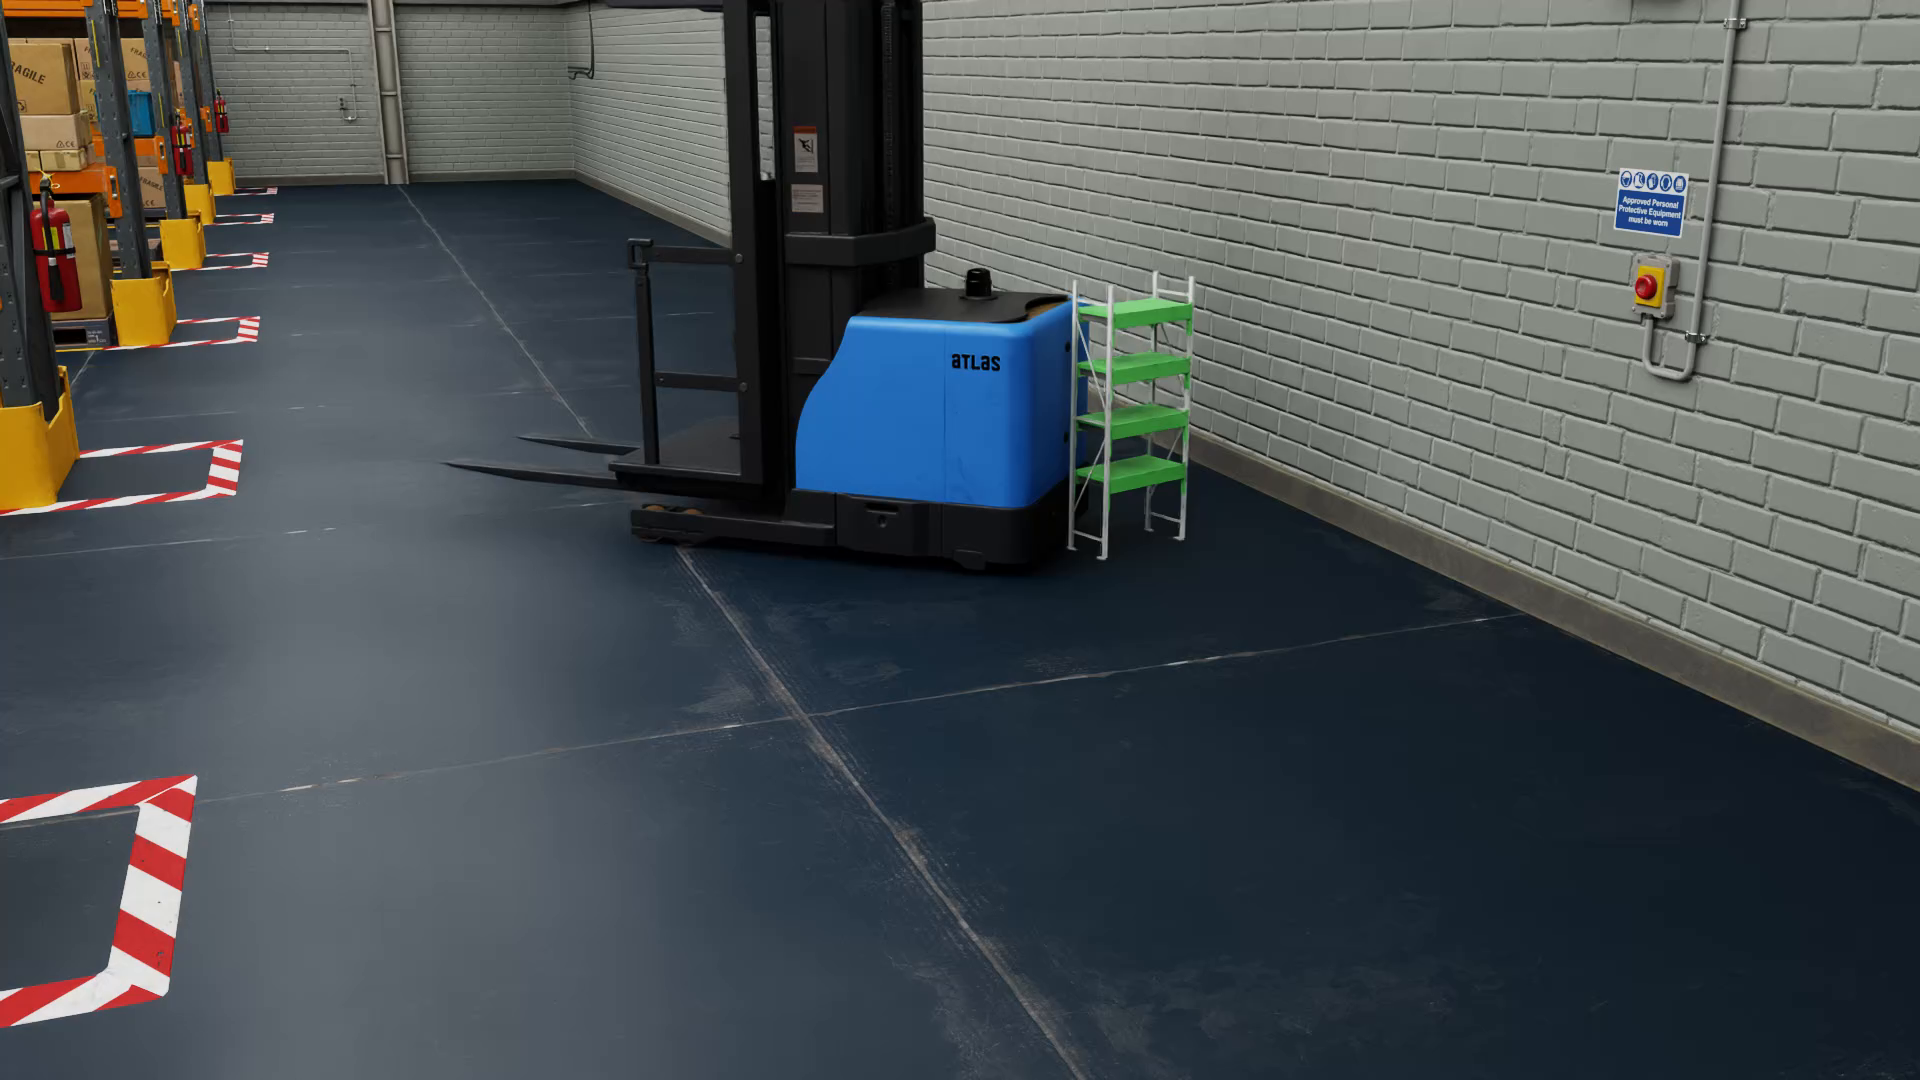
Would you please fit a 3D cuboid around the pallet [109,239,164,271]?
[{"bbox_3d":[-8.985,-2.957,17.294,1.213,0.211,1.003,-6,17,-20],"label":"pallet"}]

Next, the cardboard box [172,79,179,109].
[{"bbox_3d":[-10.479,-5.744,21.659,0.500,0.500,0.500,-6,17,-19],"label":"cardboard box"}]

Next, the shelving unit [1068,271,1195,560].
[{"bbox_3d":[0.756,-0.557,7.364,0.503,1.200,0.258,-13,21,-37],"label":"shelving unit"}]

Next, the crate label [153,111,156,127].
[{"bbox_3d":[-8.550,-4.378,17.375,0.303,0.233,0.416,-6,17,-20],"label":"crate label"}]

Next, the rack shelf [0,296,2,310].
[{"bbox_3d":[-6.616,-1.203,7.648,4.000,0.370,1.077,-6,17,-20],"label":"rack shelf"}]

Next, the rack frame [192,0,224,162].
[{"bbox_3d":[-11.746,-6.975,26.026,0.127,3.000,1.000,-6,17,-20],"label":"rack frame"}]

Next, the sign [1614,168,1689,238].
[{"bbox_3d":[2.414,-1.181,5.816,0.001,0.218,0.327,-6,17,-20],"label":"sign"}]

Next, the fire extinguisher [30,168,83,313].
[{"bbox_3d":[-4.348,-1.438,7.970,0.183,0.674,0.296,-6,17,-20],"label":"fire extinguisher"}]

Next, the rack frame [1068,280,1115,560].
[{"bbox_3d":[0.566,-0.513,7.217,0.015,1.200,0.240,-13,21,-37],"label":"rack frame"}]

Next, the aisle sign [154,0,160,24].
[{"bbox_3d":[-8.029,-5.546,16.545,0.004,0.787,0.394,-6,17,-20],"label":"aisle sign"}]

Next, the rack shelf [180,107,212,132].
[{"bbox_3d":[-13.614,-6.428,25.441,4.000,0.370,1.077,-6,17,-20],"label":"rack shelf"}]

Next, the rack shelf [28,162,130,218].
[{"bbox_3d":[-8.297,-2.518,12.127,4.000,0.370,1.077,-6,17,-20],"label":"rack shelf"}]

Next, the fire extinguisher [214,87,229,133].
[{"bbox_3d":[-11.440,-6.653,25.728,0.183,0.674,0.296,-6,17,-20],"label":"fire extinguisher"}]

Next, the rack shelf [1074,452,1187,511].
[{"bbox_3d":[0.756,-0.265,7.449,0.480,0.148,0.258,-13,21,-37],"label":"rack shelf"}]

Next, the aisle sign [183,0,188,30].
[{"bbox_3d":[-9.797,-6.845,20.971,0.004,0.787,0.394,-6,17,-20],"label":"aisle sign"}]

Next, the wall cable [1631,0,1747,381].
[{"bbox_3d":[2.374,-1.535,5.642,0.123,1.953,0.585,-6,17,-20],"label":"wall cable"}]

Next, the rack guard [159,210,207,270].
[{"bbox_3d":[-8.184,-3.175,17.522,0.348,0.500,1.175,-6,17,-20],"label":"rack guard"}]

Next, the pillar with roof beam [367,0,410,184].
[{"bbox_3d":[-7.994,-9.220,23.025,0.400,9.000,9.100,-6,17,-20],"label":"pillar with roof beam"}]

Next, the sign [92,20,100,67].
[{"bbox_3d":[-6.248,-3.590,12.024,0.005,0.325,0.100,-6,17,-20],"label":"sign"}]

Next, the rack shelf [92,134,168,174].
[{"bbox_3d":[-10.069,-3.821,16.564,4.000,0.370,1.077,-6,17,-20],"label":"rack shelf"}]

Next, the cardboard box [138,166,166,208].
[{"bbox_3d":[-10.390,-4.564,21.472,0.500,0.500,0.500,-6,17,-20],"label":"cardboard box"}]

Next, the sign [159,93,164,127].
[{"bbox_3d":[-7.989,-4.303,16.639,0.005,0.325,0.100,-6,17,-20],"label":"sign"}]

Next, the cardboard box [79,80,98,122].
[{"bbox_3d":[-10.774,-5.550,20.996,0.500,0.500,0.500,-6,17,-20],"label":"cardboard box"}]

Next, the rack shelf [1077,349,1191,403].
[{"bbox_3d":[0.756,-0.725,7.314,0.480,0.148,0.258,-13,21,-37],"label":"rack shelf"}]

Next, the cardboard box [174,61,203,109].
[{"bbox_3d":[-12.219,-7.065,25.799,0.700,0.700,0.980,-5,17,-18],"label":"cardboard box"}]

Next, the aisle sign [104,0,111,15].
[{"bbox_3d":[-6.255,-4.241,12.102,0.004,0.787,0.394,-6,17,-20],"label":"aisle sign"}]

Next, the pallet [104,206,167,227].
[{"bbox_3d":[-10.785,-4.245,21.681,1.213,0.211,1.003,-6,17,-20],"label":"pallet"}]

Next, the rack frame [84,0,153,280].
[{"bbox_3d":[-6.429,-3.065,12.712,0.127,3.000,1.000,-6,17,-20],"label":"rack frame"}]

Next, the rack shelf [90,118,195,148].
[{"bbox_3d":[-11.838,-5.125,21.004,4.000,0.370,1.077,-6,17,-20],"label":"rack shelf"}]

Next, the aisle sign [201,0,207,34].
[{"bbox_3d":[-11.572,-8.150,25.415,0.004,0.787,0.394,-6,17,-20],"label":"aisle sign"}]

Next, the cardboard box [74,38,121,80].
[{"bbox_3d":[-10.759,-6.031,20.860,0.500,0.500,0.500,-6,17,-19],"label":"cardboard box"}]

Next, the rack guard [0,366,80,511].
[{"bbox_3d":[-4.820,-0.543,8.559,0.348,0.500,1.175,-6,17,-20],"label":"rack guard"}]

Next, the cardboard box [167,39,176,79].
[{"bbox_3d":[-10.479,-6.224,21.518,0.500,0.500,0.500,-6,17,-18],"label":"cardboard box"}]

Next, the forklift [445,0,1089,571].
[{"bbox_3d":[-0.969,-1.510,7.538,3.031,2.935,1.130,6,17,19],"label":"forklift"}]

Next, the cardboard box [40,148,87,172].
[{"bbox_3d":[-6.644,-2.822,12.330,0.250,0.149,0.380,-6,17,-19],"label":"cardboard box"}]

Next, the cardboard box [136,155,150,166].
[{"bbox_3d":[-12.832,-5.830,25.817,0.500,0.500,0.700,-6,17,-20],"label":"cardboard box"}]

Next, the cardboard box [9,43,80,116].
[{"bbox_3d":[-6.790,-3.377,12.183,0.500,0.500,0.500,-6,17,-19],"label":"cardboard box"}]

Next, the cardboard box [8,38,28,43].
[{"bbox_3d":[-11.721,-5.926,20.502,0.500,0.500,0.500,-6,17,-18],"label":"cardboard box"}]

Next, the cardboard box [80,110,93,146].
[{"bbox_3d":[-6.974,-3.158,12.768,0.500,0.250,0.500,-7,18,-22],"label":"cardboard box"}]
